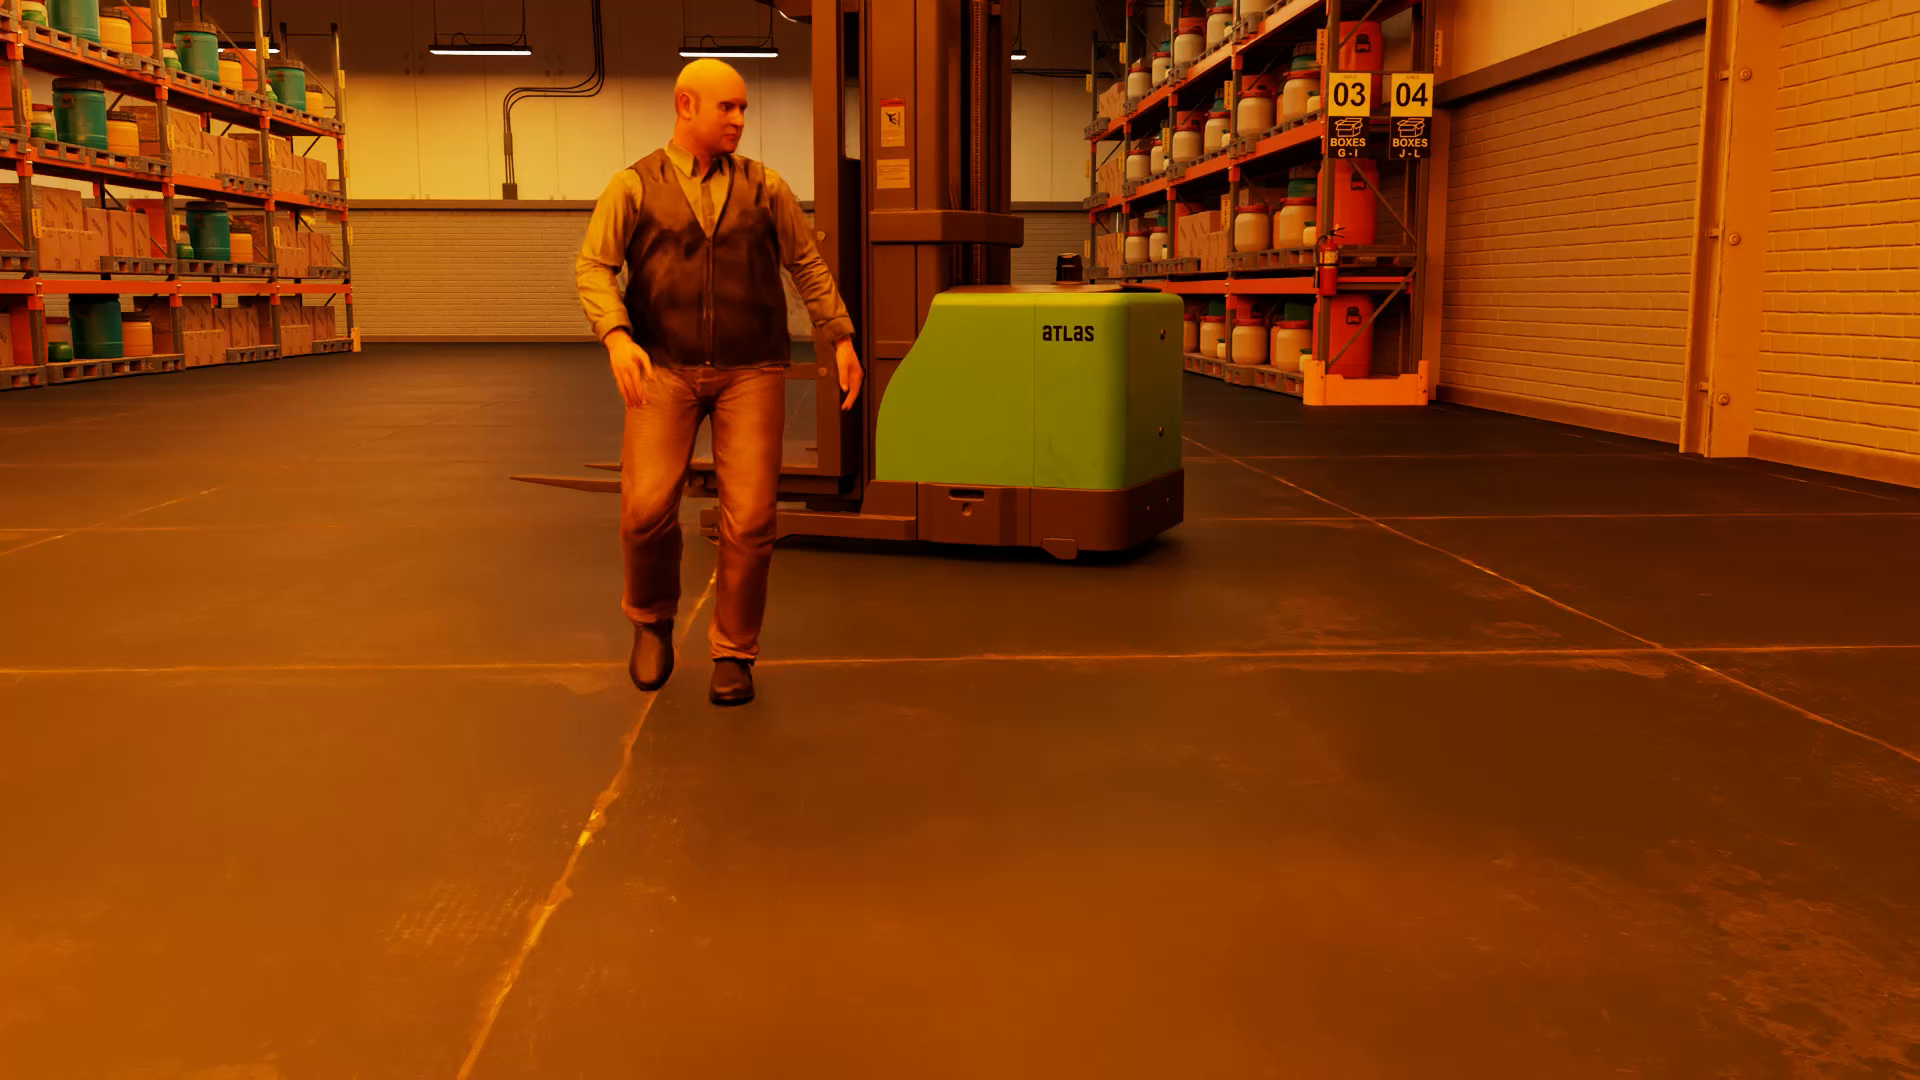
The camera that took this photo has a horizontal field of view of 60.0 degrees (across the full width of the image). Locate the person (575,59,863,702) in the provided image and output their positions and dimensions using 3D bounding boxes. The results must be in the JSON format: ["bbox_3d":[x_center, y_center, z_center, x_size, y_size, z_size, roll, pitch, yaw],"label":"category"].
[{"bbox_3d":[-0.632,-0.425,4.454,0.760,1.688,0.481,-1,9,-9],"label":"person"}]

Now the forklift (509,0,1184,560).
[{"bbox_3d":[-0.578,-1.484,7.325,3.031,2.935,1.130,3,9,22],"label":"forklift"}]
